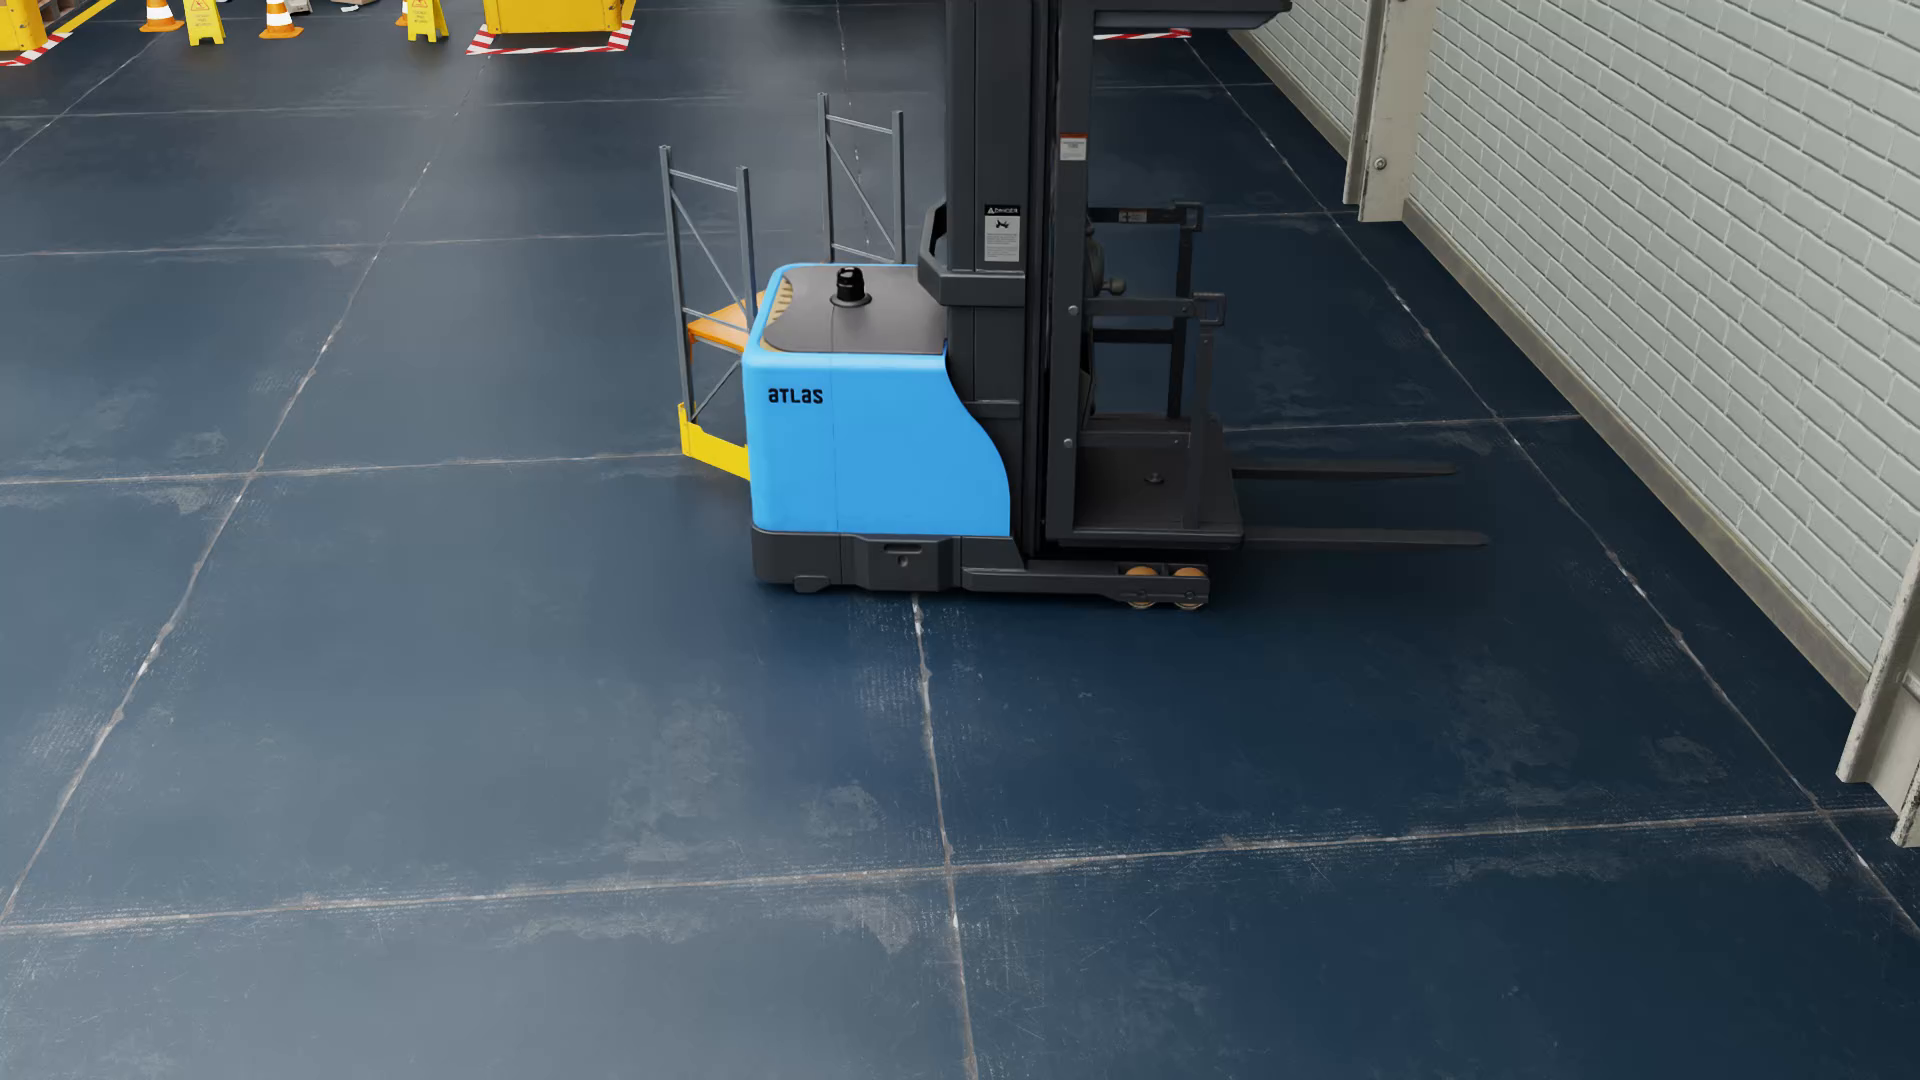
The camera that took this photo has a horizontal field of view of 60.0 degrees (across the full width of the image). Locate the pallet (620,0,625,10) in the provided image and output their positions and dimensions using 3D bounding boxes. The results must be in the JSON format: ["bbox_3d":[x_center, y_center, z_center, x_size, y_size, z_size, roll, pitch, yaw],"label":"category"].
[{"bbox_3d":[-3.681,-5.119,15.615,1.003,0.211,1.213,-3,31,-5],"label":"pallet"}]

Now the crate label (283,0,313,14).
[{"bbox_3d":[-6.166,-4.961,15.423,0.250,0.136,0.298,-20,36,-30],"label":"crate label"}]

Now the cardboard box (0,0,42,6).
[{"bbox_3d":[-8.681,-5.184,14.665,0.875,0.875,0.875,-3,31,-4],"label":"cardboard box"}]

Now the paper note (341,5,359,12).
[{"bbox_3d":[-5.703,-4.974,15.547,0.148,0.019,0.142,-14,33,-22],"label":"paper note"}]

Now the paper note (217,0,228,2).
[{"bbox_3d":[-7.004,-5.158,15.857,0.144,0.017,0.142,8,32,13],"label":"paper note"}]

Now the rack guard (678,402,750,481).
[{"bbox_3d":[-1.077,-0.449,7.757,0.587,0.250,0.087,22,37,32],"label":"rack guard"}]

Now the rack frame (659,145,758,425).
[{"bbox_3d":[-1.088,-0.977,7.424,0.500,1.500,0.032,22,37,32],"label":"rack frame"}]

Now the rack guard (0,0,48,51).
[{"bbox_3d":[-8.550,-4.487,14.274,1.175,0.500,0.348,-3,31,-5],"label":"rack guard"}]

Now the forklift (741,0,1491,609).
[{"bbox_3d":[0.674,-1.257,6.497,3.031,2.935,1.130,1,31,2],"label":"forklift"}]

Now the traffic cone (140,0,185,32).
[{"bbox_3d":[-7.188,-4.822,14.872,0.336,0.463,0.334,-3,31,-5],"label":"traffic cone"}]

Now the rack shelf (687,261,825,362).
[{"bbox_3d":[-0.778,-1.029,7.861,0.538,0.185,1.000,22,37,32],"label":"rack shelf"}]

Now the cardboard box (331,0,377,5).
[{"bbox_3d":[-5.767,-5.209,15.826,0.380,0.149,0.250,13,33,21],"label":"cardboard box"}]

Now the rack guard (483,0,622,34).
[{"bbox_3d":[-3.640,-4.827,14.843,1.175,0.500,0.348,-3,31,-5],"label":"rack guard"}]

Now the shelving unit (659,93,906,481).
[{"bbox_3d":[-0.772,-1.187,7.775,0.587,1.500,1.083,22,37,32],"label":"shelving unit"}]

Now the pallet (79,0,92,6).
[{"bbox_3d":[-8.816,-5.401,16.087,1.003,0.211,1.213,-3,31,-5],"label":"pallet"}]

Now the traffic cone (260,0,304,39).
[{"bbox_3d":[-6.031,-4.703,14.672,0.336,0.463,0.334,-3,31,-5],"label":"traffic cone"}]

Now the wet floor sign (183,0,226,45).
[{"bbox_3d":[-6.578,-4.642,14.392,0.267,0.644,0.232,-8,32,-13],"label":"wet floor sign"}]

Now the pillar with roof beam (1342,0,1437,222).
[{"bbox_3d":[-1.585,-5.805,8.194,9.100,9.000,0.400,-3,31,-5],"label":"pillar with roof beam"}]

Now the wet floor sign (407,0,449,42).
[{"bbox_3d":[-4.681,-4.702,14.493,0.267,0.644,0.232,8,32,13],"label":"wet floor sign"}]

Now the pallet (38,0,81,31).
[{"bbox_3d":[-8.705,-4.780,15.046,1.003,0.211,1.213,-3,31,-5],"label":"pallet"}]

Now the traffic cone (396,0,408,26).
[{"bbox_3d":[-4.958,-4.930,15.052,0.336,0.463,0.334,-3,31,-5],"label":"traffic cone"}]

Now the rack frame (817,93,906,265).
[{"bbox_3d":[-0.467,-1.390,8.114,0.500,1.500,0.032,22,37,32],"label":"rack frame"}]
